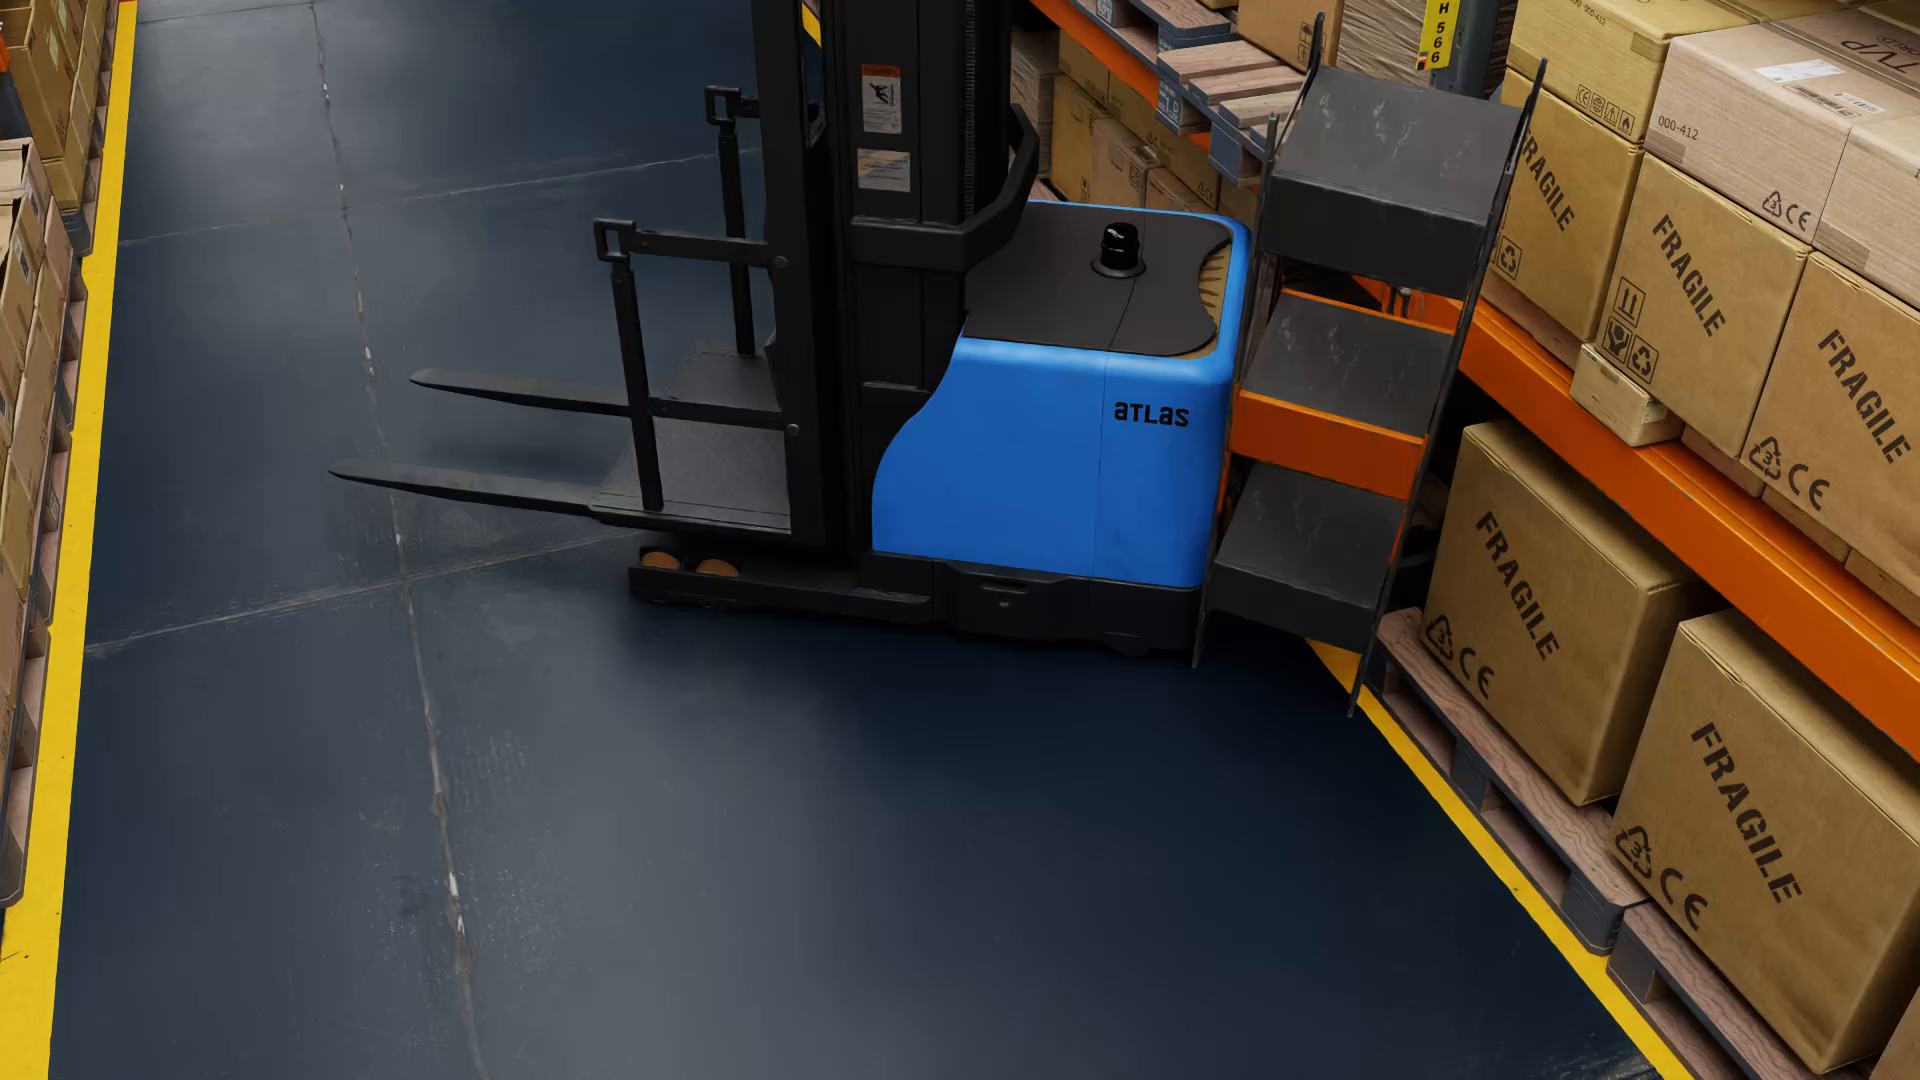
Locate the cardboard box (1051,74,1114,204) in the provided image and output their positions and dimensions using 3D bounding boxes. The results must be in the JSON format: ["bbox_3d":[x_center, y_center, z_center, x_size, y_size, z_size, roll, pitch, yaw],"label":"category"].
[{"bbox_3d":[0.824,-1.757,7.301,0.700,0.500,0.500,-13,39,-17],"label":"cardboard box"}]

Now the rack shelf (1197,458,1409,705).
[{"bbox_3d":[1.011,0.113,4.912,0.480,0.518,0.431,17,55,15],"label":"rack shelf"}]

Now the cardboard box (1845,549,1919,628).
[{"bbox_3d":[2.072,0.034,3.404,0.380,0.149,0.250,-12,39,-15],"label":"cardboard box"}]

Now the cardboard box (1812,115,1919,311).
[{"bbox_3d":[1.982,-0.585,3.063,0.500,0.250,0.500,-12,39,-16],"label":"cardboard box"}]

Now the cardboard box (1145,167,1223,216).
[{"bbox_3d":[1.144,-1.177,6.531,0.700,0.500,0.500,-13,39,-16],"label":"cardboard box"}]

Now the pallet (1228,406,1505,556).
[{"bbox_3d":[1.439,-0.342,6.028,1.003,0.211,1.213,-12,39,-16],"label":"pallet"}]

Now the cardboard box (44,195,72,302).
[{"bbox_3d":[-3.905,-1.141,6.708,0.500,0.250,0.500,-13,39,-16],"label":"cardboard box"}]

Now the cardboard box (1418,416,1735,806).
[{"bbox_3d":[1.837,0.120,4.535,0.750,0.750,0.750,-13,39,-17],"label":"cardboard box"}]

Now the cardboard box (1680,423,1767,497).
[{"bbox_3d":[1.895,-0.259,3.793,0.380,0.149,0.250,-13,39,-16],"label":"cardboard box"}]

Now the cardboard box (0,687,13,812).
[{"bbox_3d":[-2.847,0.588,4.413,0.500,0.250,0.500,-13,39,-16],"label":"cardboard box"}]

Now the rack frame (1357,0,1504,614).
[{"bbox_3d":[1.707,-1.014,4.603,1.000,3.000,0.127,-12,39,-16],"label":"rack frame"}]

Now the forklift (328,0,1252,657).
[{"bbox_3d":[-0.616,-1.245,4.967,3.031,2.935,1.130,7,38,9],"label":"forklift"}]

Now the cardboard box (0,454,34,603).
[{"bbox_3d":[-3.206,0.012,5.178,0.500,0.250,0.500,-13,39,-17],"label":"cardboard box"}]

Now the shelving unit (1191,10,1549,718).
[{"bbox_3d":[0.987,-0.319,4.344,0.503,2.100,0.431,17,55,15],"label":"shelving unit"}]

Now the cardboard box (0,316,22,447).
[{"bbox_3d":[-3.387,-0.510,5.404,0.500,0.311,0.500,-13,39,-17],"label":"cardboard box"}]

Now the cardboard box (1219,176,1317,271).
[{"bbox_3d":[1.273,-1.221,5.967,0.500,0.250,0.500,-12,39,-15],"label":"cardboard box"}]

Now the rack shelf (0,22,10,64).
[{"bbox_3d":[-5.008,-3.088,7.954,1.077,0.370,4.000,-12,39,-16],"label":"rack shelf"}]

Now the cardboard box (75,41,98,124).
[{"bbox_3d":[-4.529,-2.207,8.123,0.500,0.250,0.500,-12,39,-16],"label":"cardboard box"}]

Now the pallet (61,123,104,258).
[{"bbox_3d":[-4.554,-1.590,7.685,1.003,0.211,1.213,-12,39,-16],"label":"pallet"}]

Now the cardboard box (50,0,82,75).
[{"bbox_3d":[-4.529,-2.506,7.897,0.500,0.500,0.500,-12,39,-16],"label":"cardboard box"}]

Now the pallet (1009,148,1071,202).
[{"bbox_3d":[0.600,-1.720,7.858,1.003,0.211,1.213,-12,39,-16],"label":"pallet"}]

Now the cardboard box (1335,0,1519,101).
[{"bbox_3d":[1.536,-1.493,4.790,0.700,0.500,0.500,-17,40,-21],"label":"cardboard box"}]

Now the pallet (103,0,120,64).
[{"bbox_3d":[-5.393,-2.968,9.515,1.003,0.211,1.213,-12,39,-16],"label":"pallet"}]

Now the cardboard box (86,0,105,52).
[{"bbox_3d":[-4.877,-2.771,8.872,0.500,0.250,0.500,-12,39,-16],"label":"cardboard box"}]

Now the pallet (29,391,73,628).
[{"bbox_3d":[-3.606,-0.033,5.619,1.003,0.211,1.213,-12,39,-16],"label":"pallet"}]

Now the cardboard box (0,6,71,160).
[{"bbox_3d":[-4.185,-1.941,7.147,0.500,0.500,0.500,-12,39,-16],"label":"cardboard box"}]

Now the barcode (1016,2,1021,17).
[{"bbox_3d":[0.320,-2.881,9.026,0.001,0.075,0.075,-12,39,-16],"label":"barcode"}]

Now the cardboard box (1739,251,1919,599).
[{"bbox_3d":[1.975,-0.275,3.275,0.500,0.500,0.500,-13,39,-16],"label":"cardboard box"}]

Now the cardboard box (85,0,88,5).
[{"bbox_3d":[-4.874,-3.071,8.647,0.500,0.500,0.500,-12,39,-16],"label":"cardboard box"}]

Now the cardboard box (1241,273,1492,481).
[{"bbox_3d":[1.410,-0.587,5.748,0.700,0.500,0.500,-12,39,-15],"label":"cardboard box"}]

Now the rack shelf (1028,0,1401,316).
[{"bbox_3d":[1.019,-1.856,6.319,1.077,0.370,4.000,-12,39,-16],"label":"rack shelf"}]

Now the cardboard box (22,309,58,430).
[{"bbox_3d":[-3.556,-0.566,5.944,0.500,0.250,0.500,-12,39,-15],"label":"cardboard box"}]

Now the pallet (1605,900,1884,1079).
[{"bbox_3d":[2.323,1.249,3.916,1.003,0.211,1.213,-12,39,-16],"label":"pallet"}]

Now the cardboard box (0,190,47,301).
[{"bbox_3d":[-3.726,-1.077,6.157,0.500,0.311,0.500,-11,38,-15],"label":"cardboard box"}]

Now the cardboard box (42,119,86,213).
[{"bbox_3d":[-4.194,-1.640,7.370,0.500,0.250,0.500,-12,39,-16],"label":"cardboard box"}]

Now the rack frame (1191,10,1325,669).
[{"bbox_3d":[0.762,-0.388,4.407,0.015,2.100,0.400,17,55,15],"label":"rack frame"}]

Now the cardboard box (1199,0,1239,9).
[{"bbox_3d":[1.086,-2.192,5.718,0.700,0.500,0.500,-12,39,-16],"label":"cardboard box"}]

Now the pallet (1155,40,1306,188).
[{"bbox_3d":[1.362,-1.318,5.165,1.213,0.211,1.003,-12,39,-16],"label":"pallet"}]

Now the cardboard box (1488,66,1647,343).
[{"bbox_3d":[1.634,-0.853,4.042,0.500,0.500,0.500,-11,38,-15],"label":"cardboard box"}]

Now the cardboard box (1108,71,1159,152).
[{"bbox_3d":[0.937,-1.797,6.731,0.500,0.250,0.500,-14,39,-17],"label":"cardboard box"}]

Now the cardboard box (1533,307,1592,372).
[{"bbox_3d":[1.681,-0.543,4.170,0.380,0.149,0.250,-12,39,-15],"label":"cardboard box"}]

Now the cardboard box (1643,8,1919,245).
[{"bbox_3d":[1.807,-0.867,3.437,0.500,0.250,0.500,-13,39,-17],"label":"cardboard box"}]
